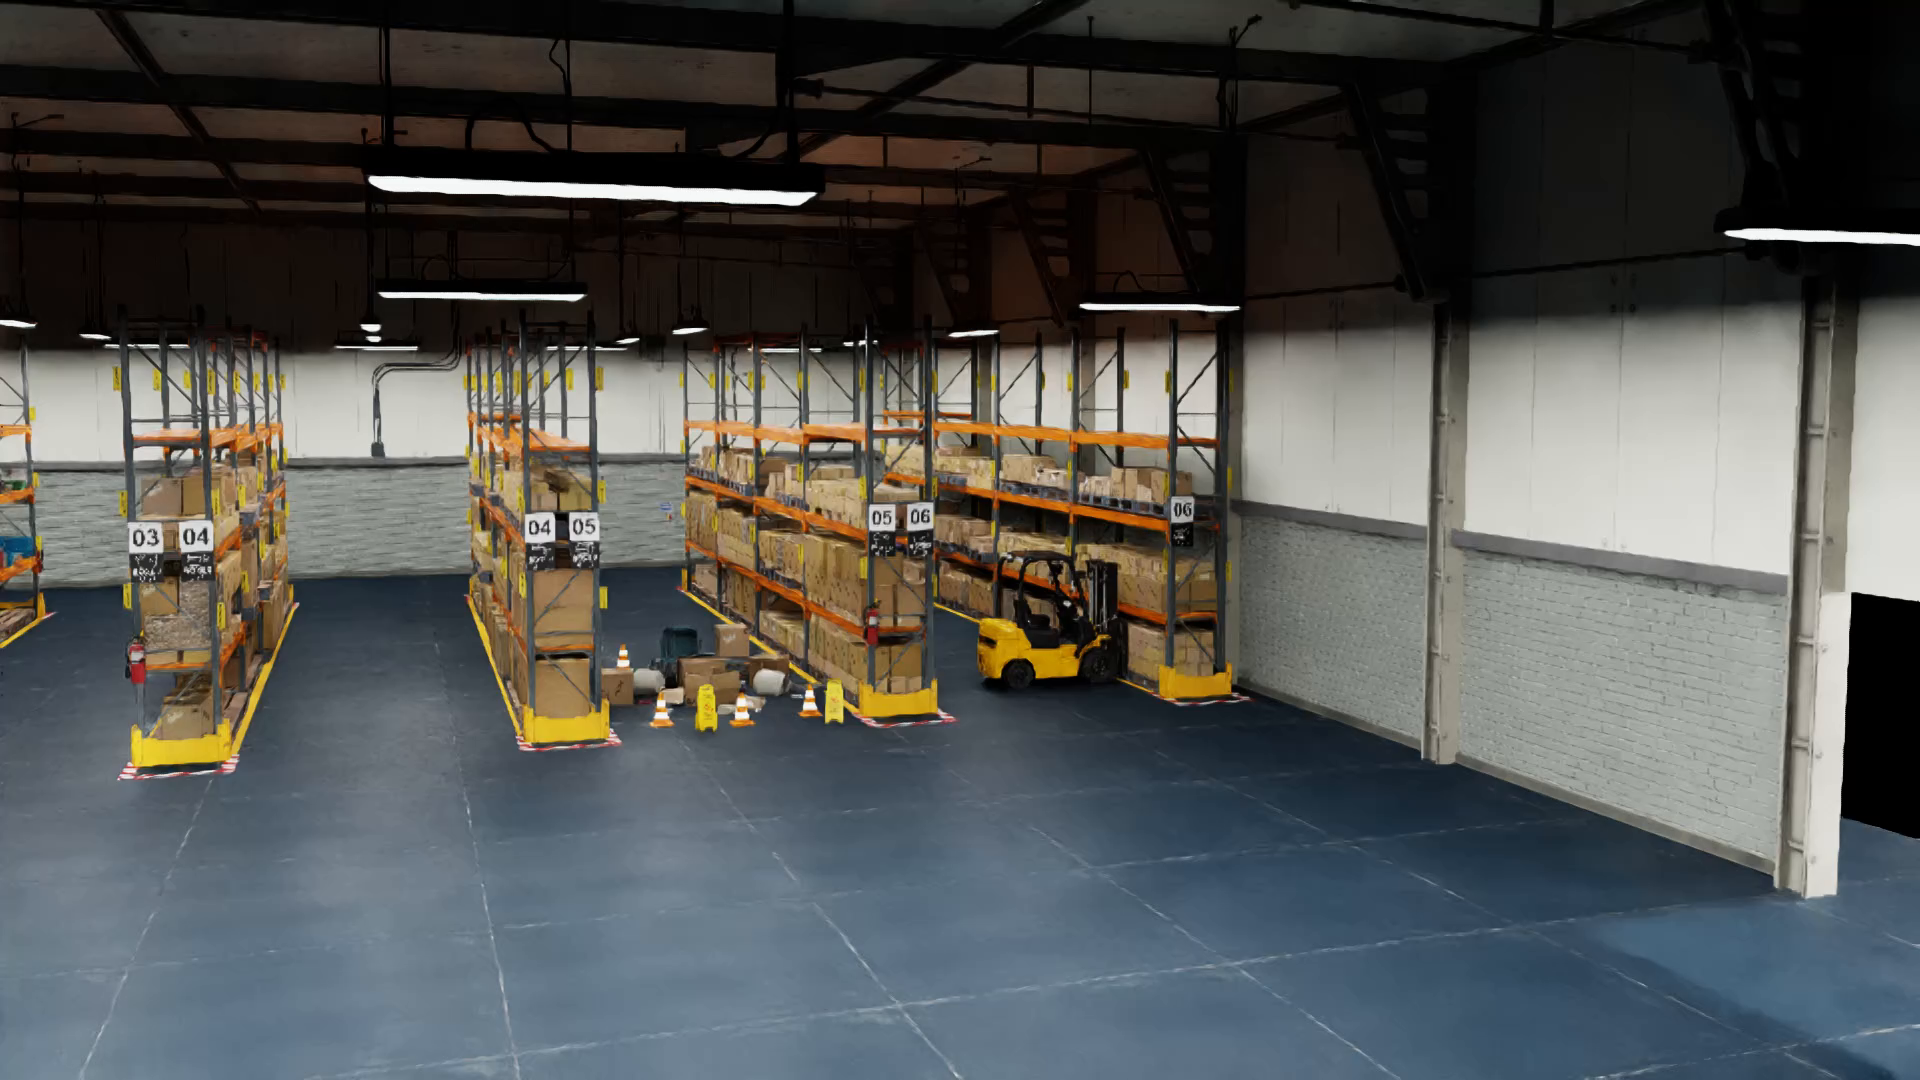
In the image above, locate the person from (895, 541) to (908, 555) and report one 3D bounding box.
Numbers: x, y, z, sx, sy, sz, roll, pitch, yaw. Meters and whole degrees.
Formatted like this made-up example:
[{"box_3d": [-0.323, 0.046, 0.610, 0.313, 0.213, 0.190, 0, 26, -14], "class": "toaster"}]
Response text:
[{"box_3d": [-1.490, 0.154, 42.866, 0.469, 1.591, 0.518, 4, 7, 37], "class": "person"}]
